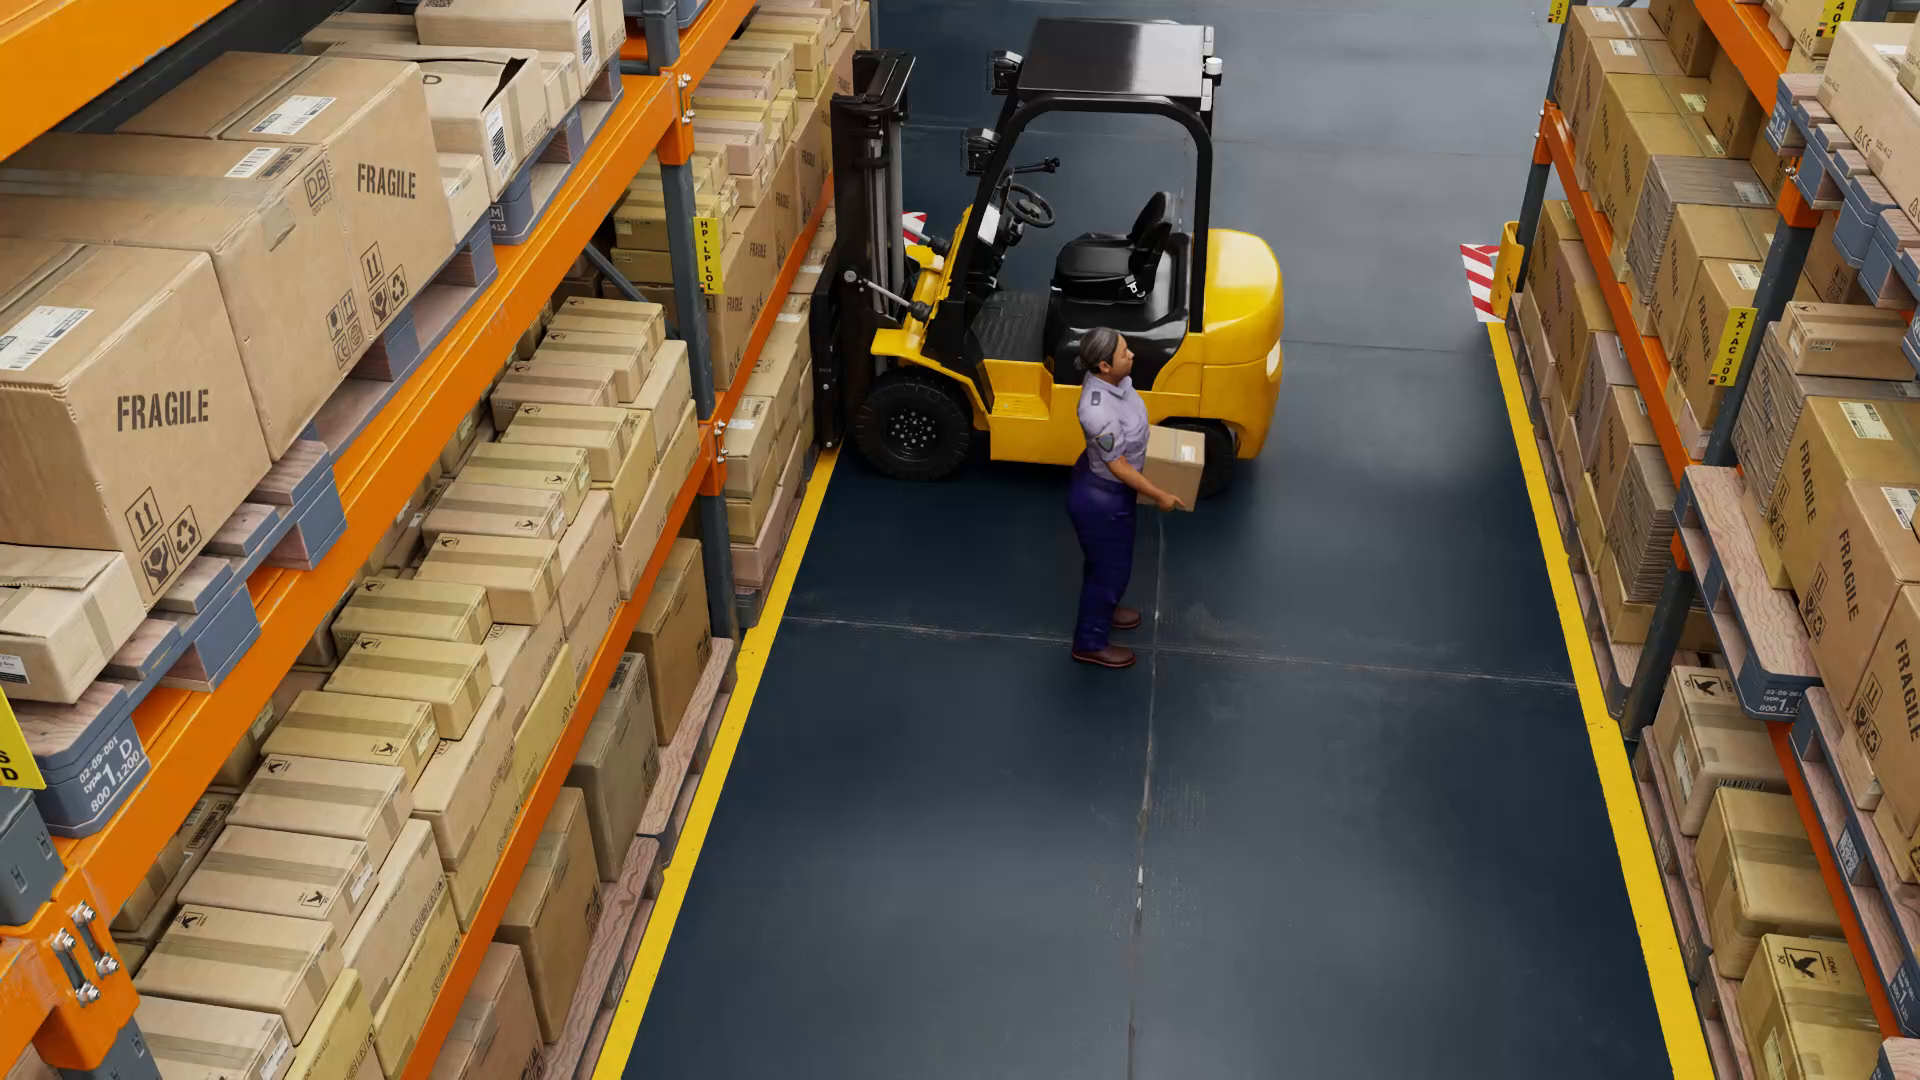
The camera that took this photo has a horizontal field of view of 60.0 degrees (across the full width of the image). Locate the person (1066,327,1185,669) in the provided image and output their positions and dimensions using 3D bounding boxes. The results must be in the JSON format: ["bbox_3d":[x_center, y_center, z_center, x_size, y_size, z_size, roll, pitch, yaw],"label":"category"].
[{"bbox_3d":[0.731,-0.195,7.321,0.514,1.638,0.454,4,37,6],"label":"person"}]
